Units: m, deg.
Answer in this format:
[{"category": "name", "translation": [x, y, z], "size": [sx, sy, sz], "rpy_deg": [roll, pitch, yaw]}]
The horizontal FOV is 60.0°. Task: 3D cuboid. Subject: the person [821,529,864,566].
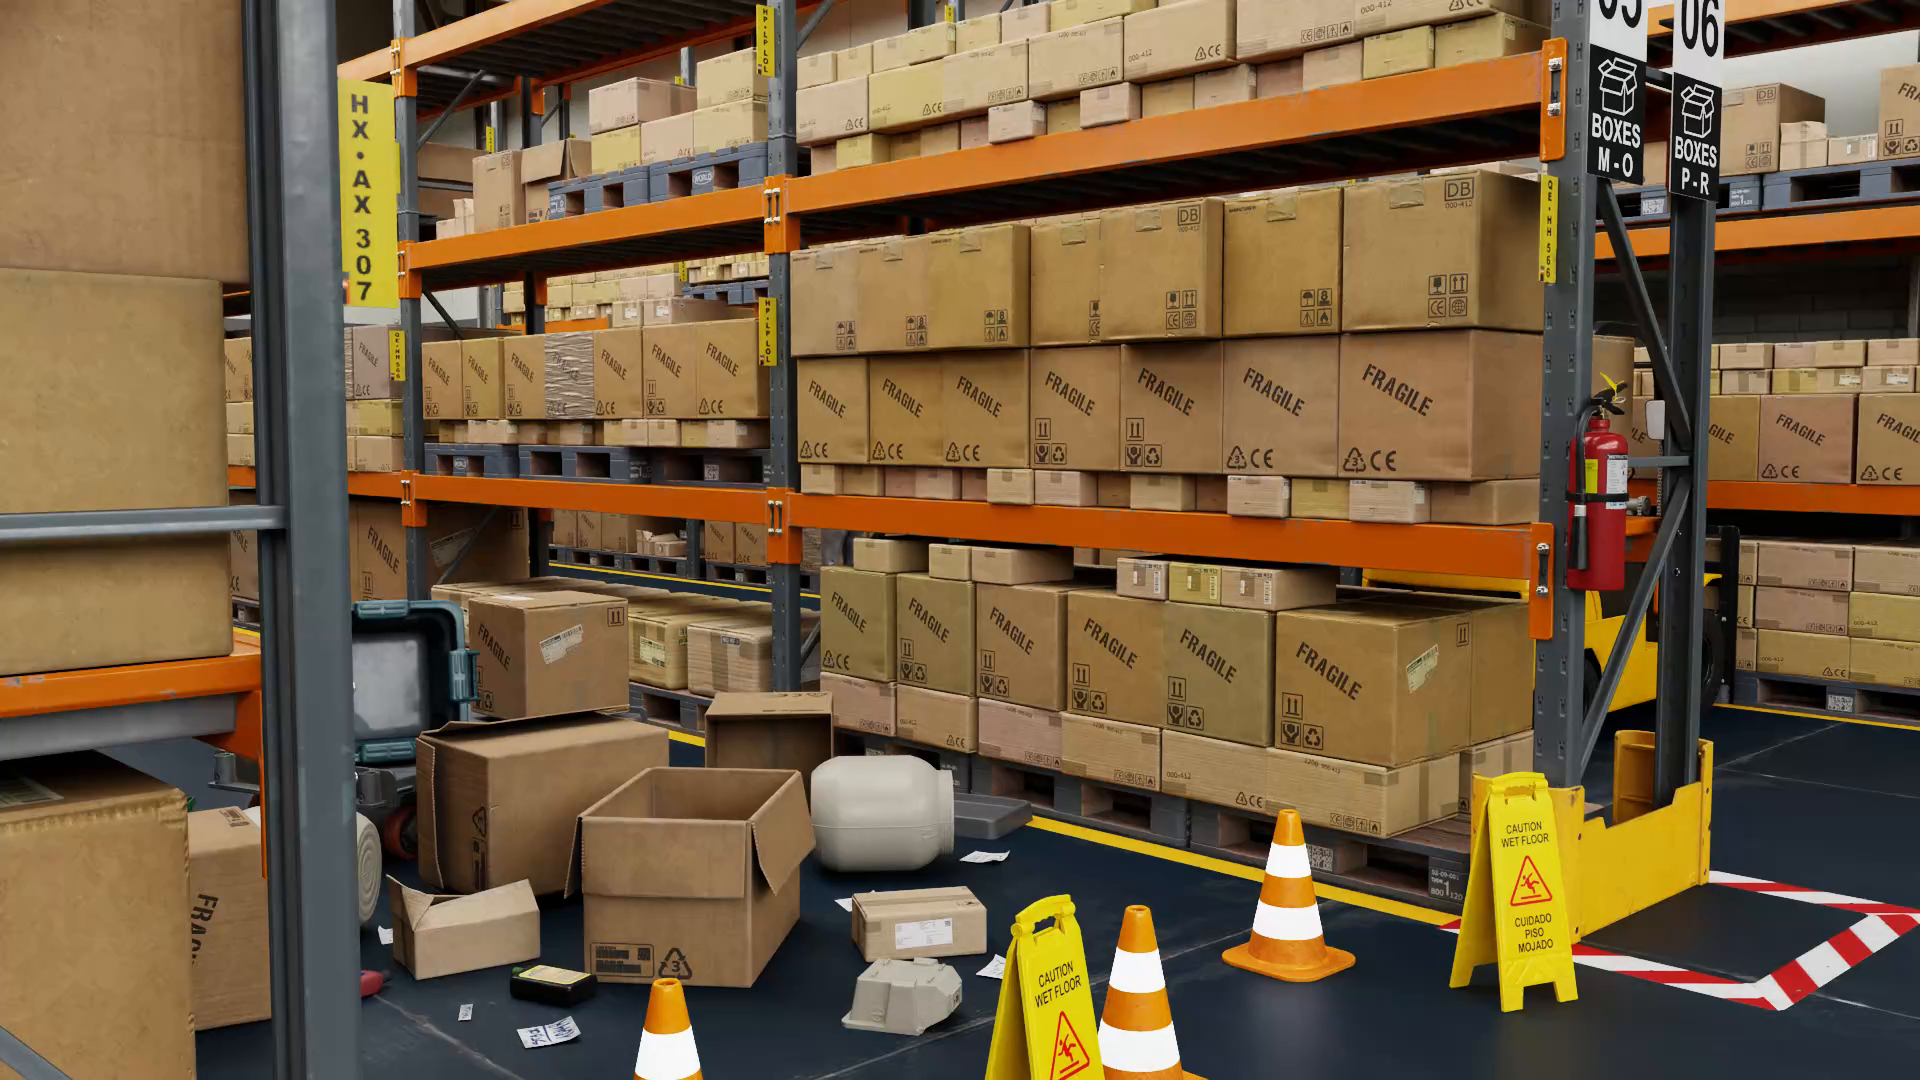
[{"category": "person", "translation": [-0.999, -0.148, 13.408], "size": [0.482, 1.692, 0.517], "rpy_deg": [-4, 6, -44]}]
